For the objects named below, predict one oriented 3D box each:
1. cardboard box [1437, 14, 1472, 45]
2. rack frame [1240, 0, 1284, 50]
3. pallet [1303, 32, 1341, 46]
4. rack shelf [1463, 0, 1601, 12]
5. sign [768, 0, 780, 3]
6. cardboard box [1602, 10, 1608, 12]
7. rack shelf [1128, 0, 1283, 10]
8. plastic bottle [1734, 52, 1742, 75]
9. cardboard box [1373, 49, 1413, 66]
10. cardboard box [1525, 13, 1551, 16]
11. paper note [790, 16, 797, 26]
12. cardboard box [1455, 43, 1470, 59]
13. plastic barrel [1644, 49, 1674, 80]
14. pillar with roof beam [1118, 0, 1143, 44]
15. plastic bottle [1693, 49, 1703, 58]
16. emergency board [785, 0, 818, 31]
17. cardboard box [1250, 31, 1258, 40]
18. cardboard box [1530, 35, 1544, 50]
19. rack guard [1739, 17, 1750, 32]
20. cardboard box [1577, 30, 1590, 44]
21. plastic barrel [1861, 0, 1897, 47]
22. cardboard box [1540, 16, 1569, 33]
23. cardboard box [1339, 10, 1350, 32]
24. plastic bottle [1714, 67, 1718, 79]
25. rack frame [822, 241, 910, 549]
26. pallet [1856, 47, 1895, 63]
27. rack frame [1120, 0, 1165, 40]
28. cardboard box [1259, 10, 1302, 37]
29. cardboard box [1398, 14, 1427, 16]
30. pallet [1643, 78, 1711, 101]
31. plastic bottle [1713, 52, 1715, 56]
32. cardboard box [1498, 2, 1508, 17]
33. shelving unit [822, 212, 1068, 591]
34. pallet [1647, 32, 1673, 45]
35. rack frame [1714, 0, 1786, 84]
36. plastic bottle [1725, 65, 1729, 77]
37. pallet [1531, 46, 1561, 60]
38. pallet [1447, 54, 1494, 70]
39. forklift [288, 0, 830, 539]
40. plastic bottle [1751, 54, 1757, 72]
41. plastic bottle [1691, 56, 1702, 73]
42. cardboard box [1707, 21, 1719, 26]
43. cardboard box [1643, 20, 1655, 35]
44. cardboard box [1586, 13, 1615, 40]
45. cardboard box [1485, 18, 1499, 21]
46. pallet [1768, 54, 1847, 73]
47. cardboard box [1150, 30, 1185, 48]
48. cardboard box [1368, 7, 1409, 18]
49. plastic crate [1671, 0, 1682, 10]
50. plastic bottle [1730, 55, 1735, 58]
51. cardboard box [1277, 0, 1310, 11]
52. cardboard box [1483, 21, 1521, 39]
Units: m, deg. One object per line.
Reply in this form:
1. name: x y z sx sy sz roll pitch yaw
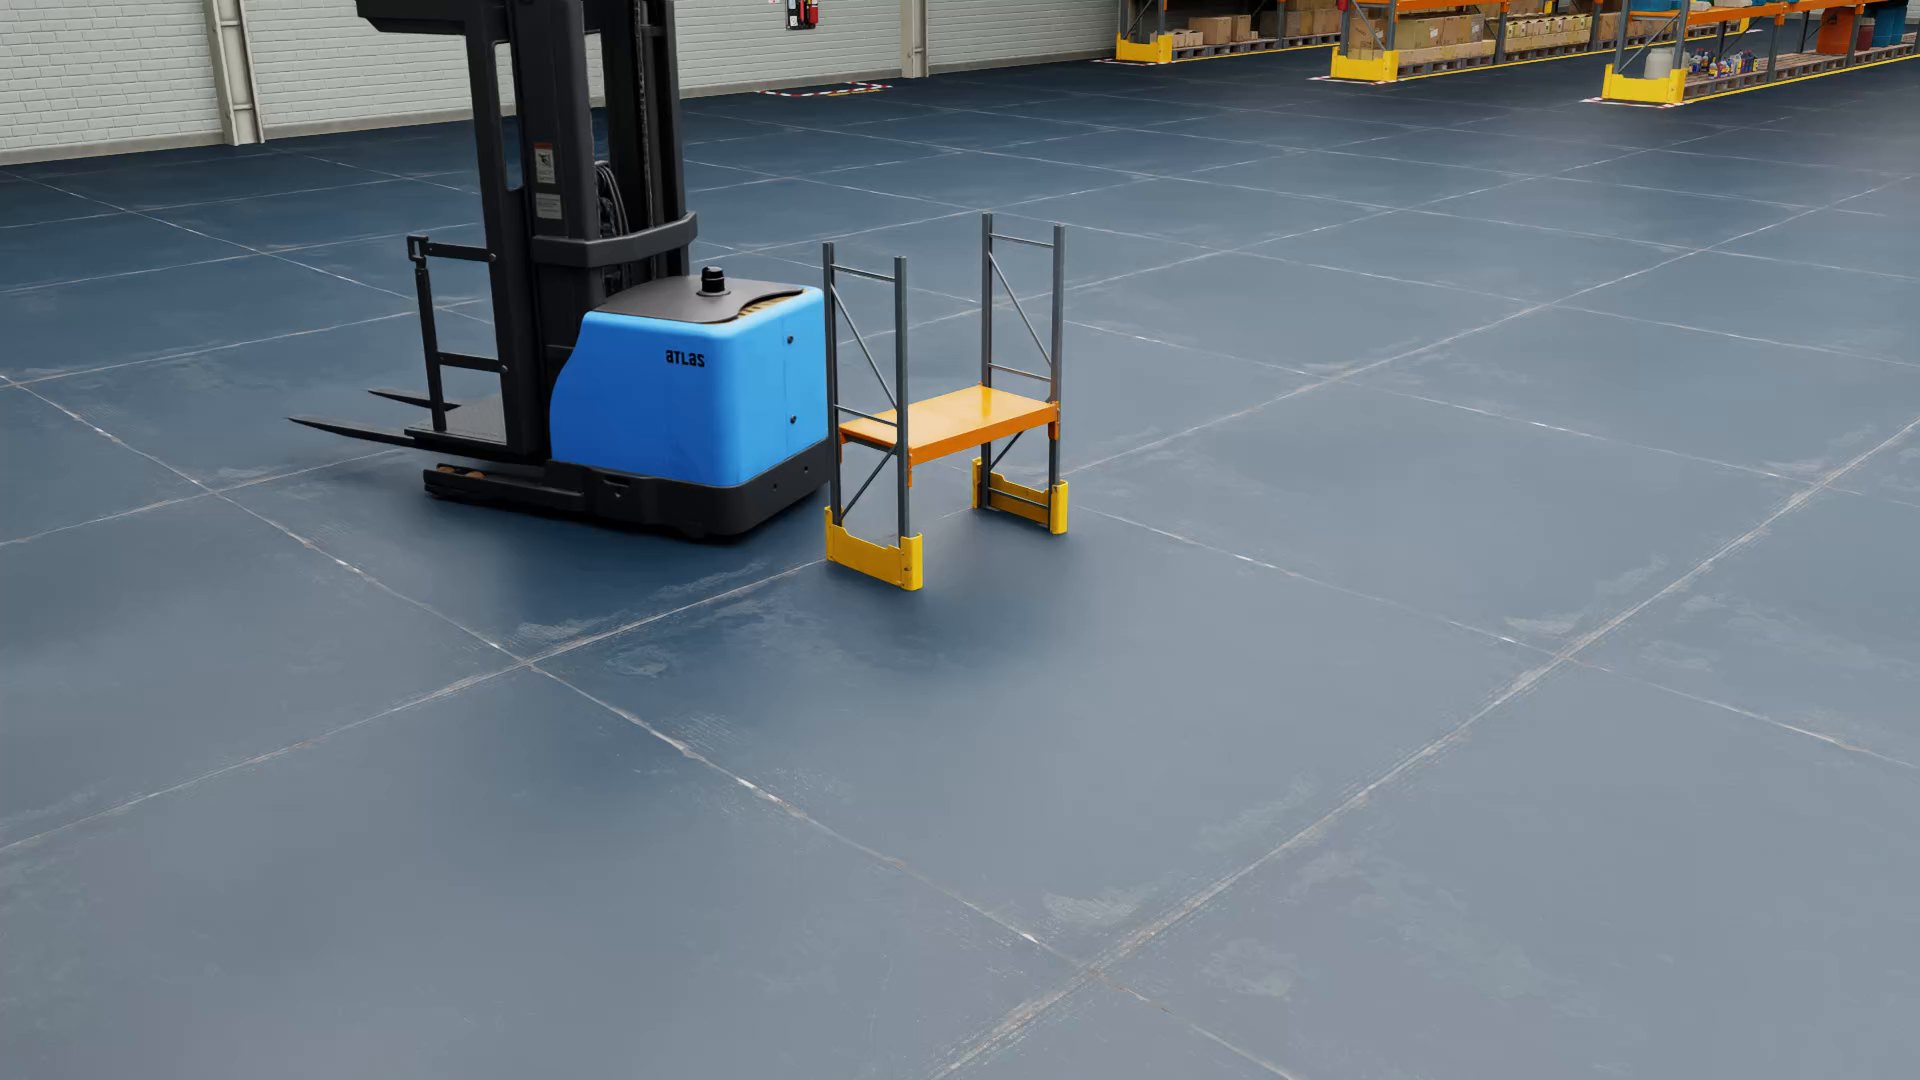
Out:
1. cardboard box: 8.990 -9.345 30.408 0.500 0.500 0.500 19 28 41
2. rack frame: 6.308 -11.750 34.463 1.000 3.000 0.127 19 28 41
3. pallet: 7.701 -10.964 36.305 1.003 0.211 1.213 19 28 41
4. rack shelf: 11.255 -10.689 32.707 1.077 0.370 4.000 19 28 41
5. sign: -3.010 -8.850 26.870 0.001 0.329 0.234 19 28 41
6. cardboard box: 13.496 -11.010 35.409 0.500 0.500 0.500 18 27 39
7. rack shelf: 4.913 -10.900 33.255 1.077 0.370 4.000 19 28 41
8. plastic bottle: 12.804 -7.869 27.446 0.144 0.351 0.185 19 28 40
9. cardboard box: 7.603 -8.477 29.197 0.500 0.250 0.500 19 28 41
10. cardboard box: 11.714 -10.515 33.717 0.500 0.311 0.500 18 28 39
11. paper note: -2.724 -8.511 27.264 0.016 0.148 0.142 19 28 41
12. cardboard box: 8.999 -8.991 30.534 0.500 0.250 0.500 19 28 41
13. plastic barrel: 11.020 -7.465 26.198 0.421 0.512 0.421 0 21 0
14. pillar with roof beam: 6.470 -12.841 28.940 9.100 9.000 0.400 19 28 41
15. plastic bottle: 12.414 -8.087 28.013 0.144 0.351 0.185 18 27 38
16. emergency board: -2.551 -8.950 27.179 0.194 1.169 0.643 19 28 41
17. cardboard box: 5.956 -10.488 34.515 0.380 0.166 0.250 15 26 34
18. cardboard box: 11.036 -9.730 32.456 0.500 0.250 0.500 18 28 39
19. rack guard: 18.178 -12.409 39.663 1.175 0.500 0.348 19 28 41
20. cardboard box: 12.458 -10.255 33.823 0.500 0.250 0.500 -19 28 -41
21. plastic barrel: 18.101 -10.226 32.837 0.600 0.901 0.708 19 28 41
22. cardboard box: 11.749 -10.253 33.034 0.500 0.311 0.500 19 28 40
23. cardboard box: 8.191 -11.515 36.724 0.700 0.500 0.500 19 28 41
24. plastic bottle: 12.176 -7.556 26.839 0.097 0.201 0.097 0 21 0
25. rack frame: -0.414 -0.547 7.408 0.500 1.500 0.032 19 28 41
26. pallet: 17.568 -9.522 32.554 1.003 0.211 1.213 19 28 41
27. rack frame: 3.517 -10.722 31.788 1.000 3.000 0.127 19 28 41
28. cardboard box: 6.809 -10.982 35.336 0.500 0.500 0.700 -19 28 -40
29. cardboard box: 8.267 -9.347 30.413 0.500 0.500 0.500 19 28 41
30. pallet: 11.206 -7.179 26.459 1.003 0.211 1.213 19 28 41
31. plastic bottle: 12.741 -8.119 28.190 0.061 0.283 0.133 19 28 41
32. cardboard box: 13.196 -13.262 41.296 0.500 0.500 0.700 -19 28 -41
33. shelving unit: -0.053 -0.680 7.755 0.587 1.500 1.083 19 28 41
34. pallet: 14.900 -11.047 36.522 1.003 0.211 1.213 19 28 41
35. rack frame: 13.406 -9.270 28.012 1.000 3.000 0.127 19 28 41
36. plastic bottle: 12.482 -7.669 27.132 0.097 0.201 0.097 0 21 0
37. pallet: 11.197 -9.724 33.078 1.003 0.211 1.213 19 28 41
38. pallet: 9.275 -9.015 31.236 1.003 0.211 1.213 19 28 41
39. forklift: -2.215 -1.713 8.446 3.031 2.935 1.130 10 23 23
40. plastic bottle: 13.307 -8.001 27.884 0.133 0.283 0.061 -18 28 -39
41. plastic bottle: 12.241 -7.912 27.662 0.152 0.276 0.135 19 28 41
42. cardboard box: 17.344 -12.079 38.540 0.500 0.250 0.500 19 28 41
43. cardboard box: 14.601 -11.154 35.783 0.500 0.500 0.500 20 29 41
44. cardboard box: 13.172 -10.623 34.403 0.500 0.500 0.500 -19 28 -40
45. cardboard box: 10.295 -9.996 32.367 0.500 0.311 0.500 -19 28 -41
46. pallet: 15.628 -8.807 30.695 1.003 0.211 1.213 19 28 41
47. cardboard box: 4.065 -9.827 32.596 0.500 0.311 0.500 15 26 35
48. cardboard box: 9.705 -12.127 37.855 0.750 0.750 0.750 19 28 40
49. plastic crate: 11.208 -8.542 26.324 0.499 0.251 0.408 19 28 41
50. plastic bottle: 12.906 -7.948 27.755 0.152 0.276 0.135 19 28 41
51. cardboard box: 7.114 -11.446 35.498 0.500 0.250 0.500 19 28 40
52. cardboard box: 10.327 -9.729 31.672 0.500 0.311 0.500 19 28 41
